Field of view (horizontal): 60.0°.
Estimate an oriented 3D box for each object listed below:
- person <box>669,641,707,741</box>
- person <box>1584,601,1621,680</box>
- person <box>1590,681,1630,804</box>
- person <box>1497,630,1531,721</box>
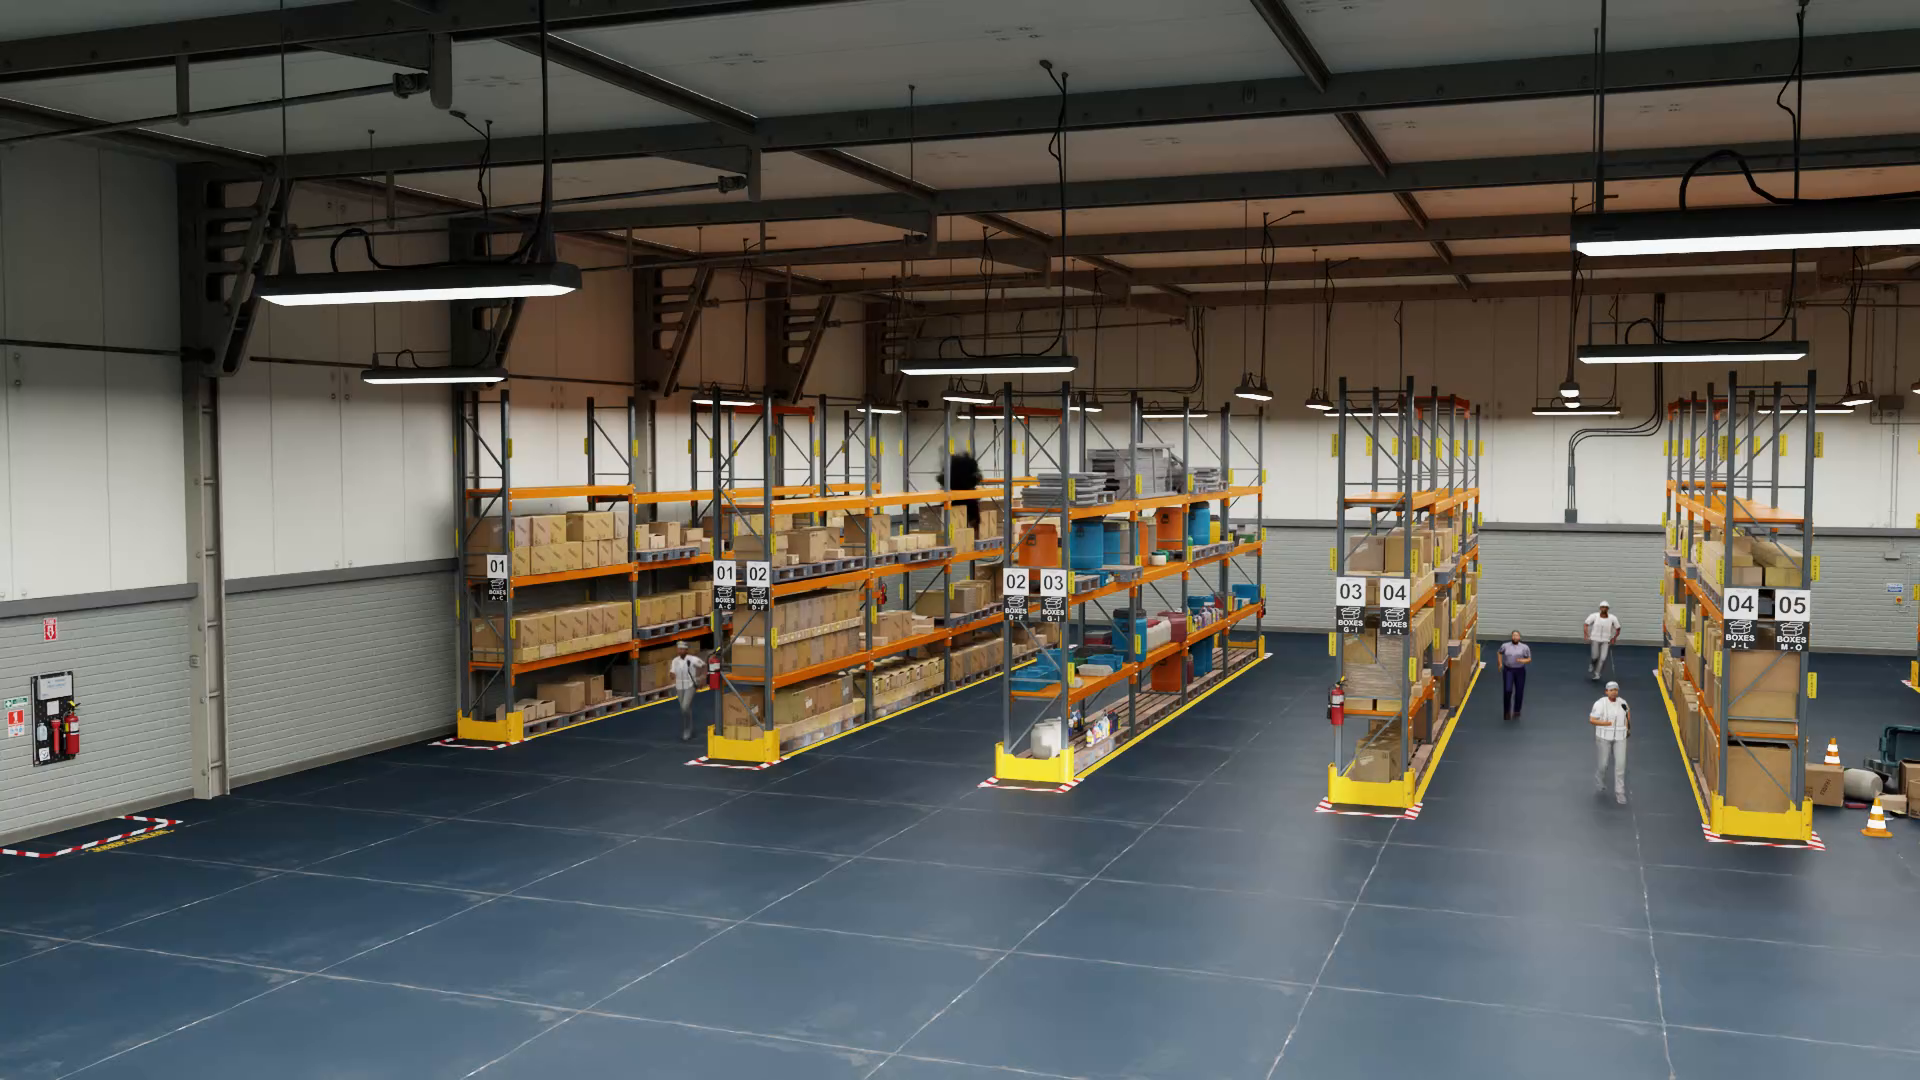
[{"bbox_3d":[-4.704,2.581,28.655,0.582,1.705,0.848,1,3,16],"label":"person"},{"bbox_3d":[13.907,2.175,36.022,0.758,1.714,0.580,1,3,18],"label":"person"},{"bbox_3d":[9.284,2.847,23.711,0.604,1.674,0.923,0,3,8],"label":"person"},{"bbox_3d":[10.214,2.509,30.649,0.577,1.686,0.697,1,3,15],"label":"person"}]
